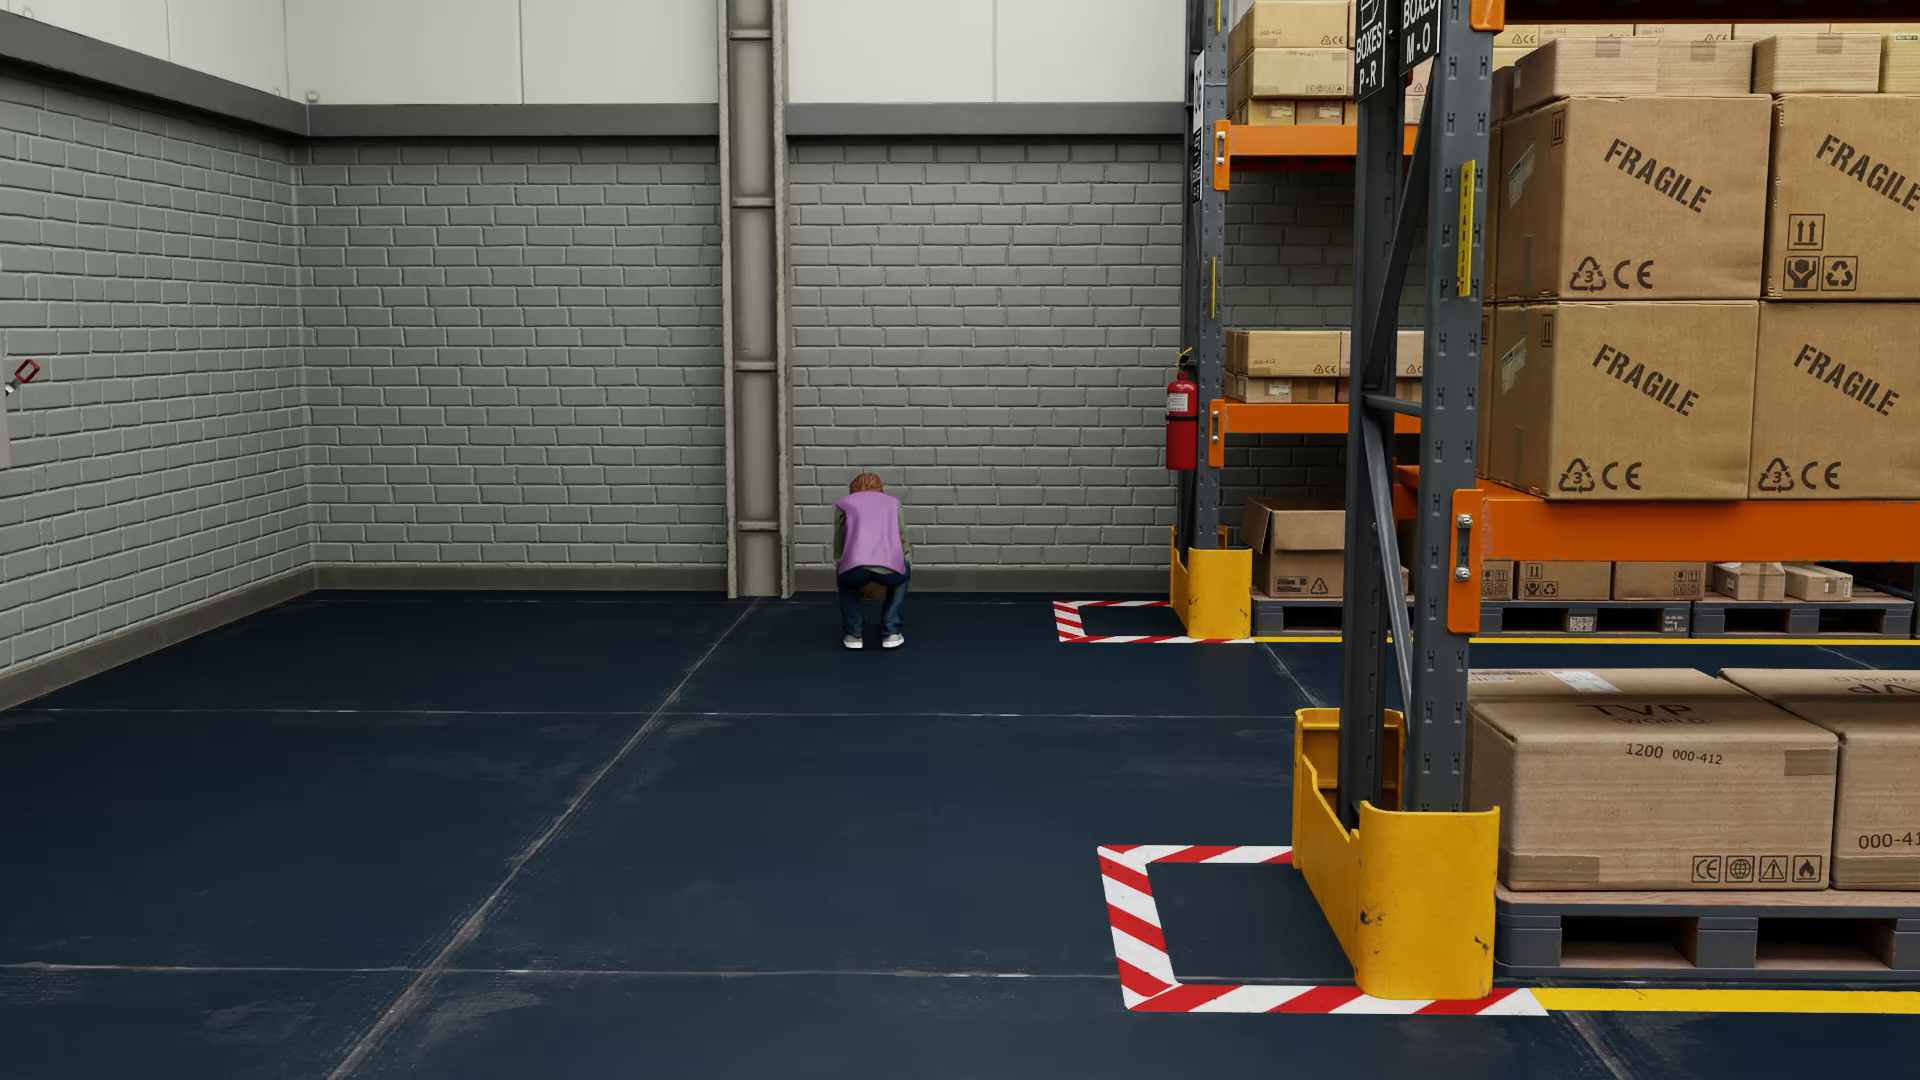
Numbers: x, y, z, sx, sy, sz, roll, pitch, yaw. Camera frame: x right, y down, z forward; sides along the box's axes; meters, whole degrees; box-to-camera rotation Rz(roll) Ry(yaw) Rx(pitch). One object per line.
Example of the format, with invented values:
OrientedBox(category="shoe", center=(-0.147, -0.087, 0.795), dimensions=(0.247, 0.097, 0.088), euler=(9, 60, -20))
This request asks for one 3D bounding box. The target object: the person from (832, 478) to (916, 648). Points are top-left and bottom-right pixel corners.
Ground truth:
OrientedBox(category="person", center=(-0.485, 0.135, 9.092), dimensions=(0.467, 0.876, 0.801), euler=(0, 7, 1))
